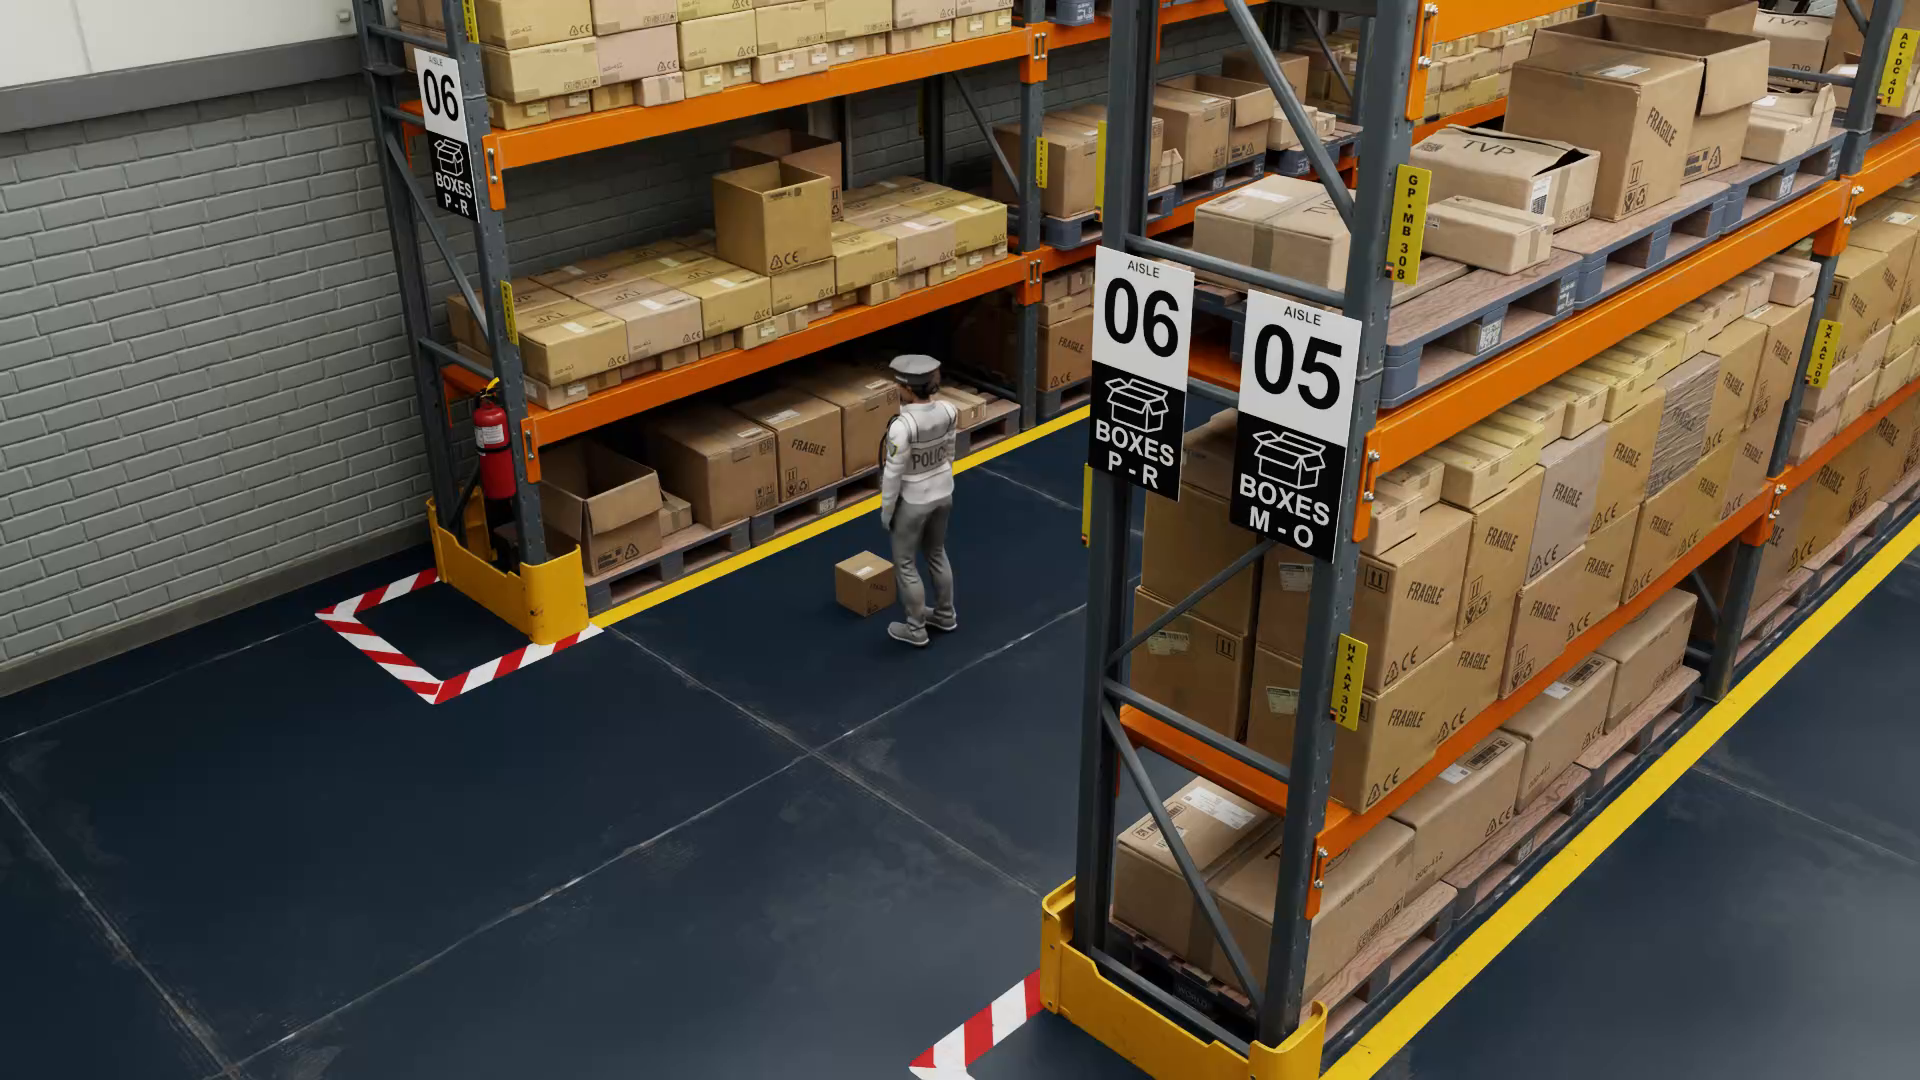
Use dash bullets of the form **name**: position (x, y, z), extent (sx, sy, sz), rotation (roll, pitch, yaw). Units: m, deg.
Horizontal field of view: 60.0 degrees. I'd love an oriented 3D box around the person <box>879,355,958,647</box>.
- **person**: position (-0.232, -0.207, 9.018), extent (0.470, 1.661, 0.328), rotation (-25, 37, -38)
